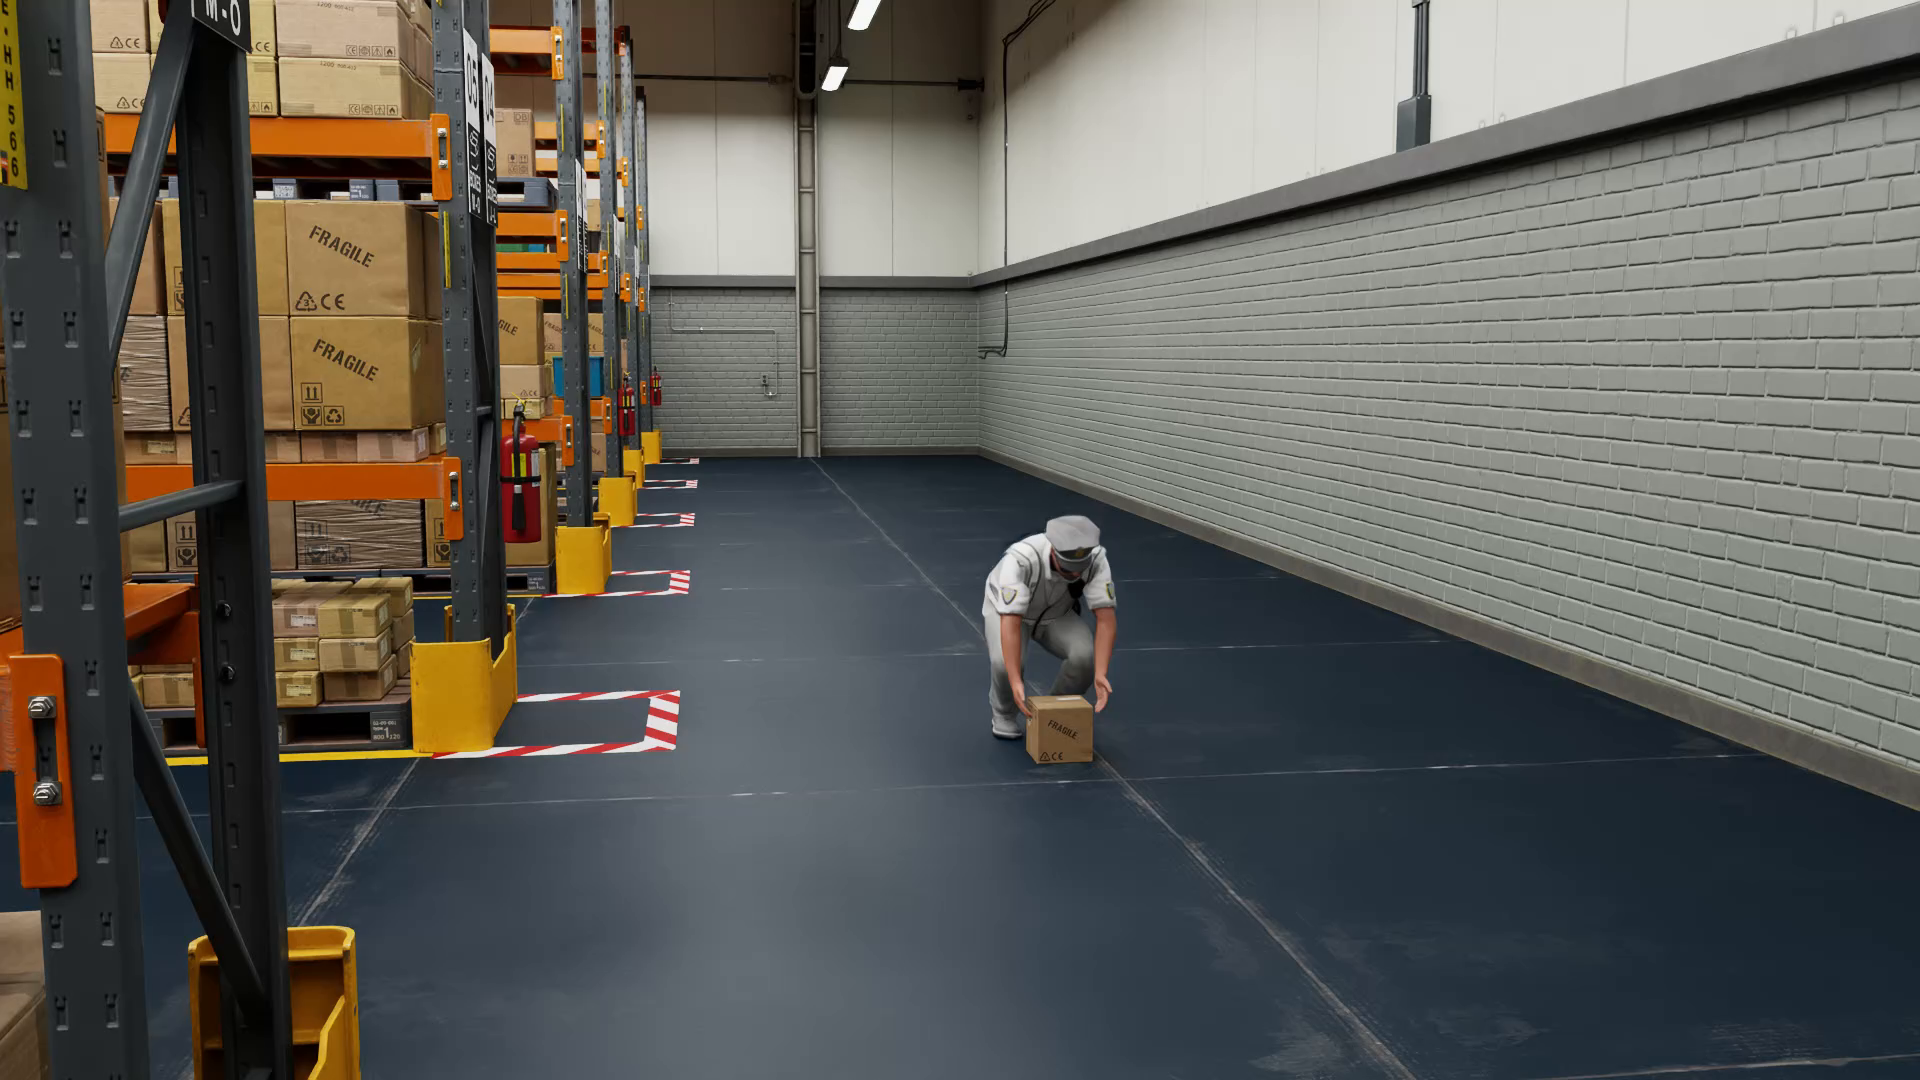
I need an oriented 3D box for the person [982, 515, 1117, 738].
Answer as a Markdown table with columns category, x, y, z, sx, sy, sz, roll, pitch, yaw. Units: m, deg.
| category | x | y | z | sx | sy | sz | roll | pitch | yaw |
| --- | --- | --- | --- | --- | --- | --- | --- | --- | --- |
| person | 0.413 | 0.395 | 7.727 | 0.573 | 1.075 | 0.934 | -1 | 7 | -9 |
